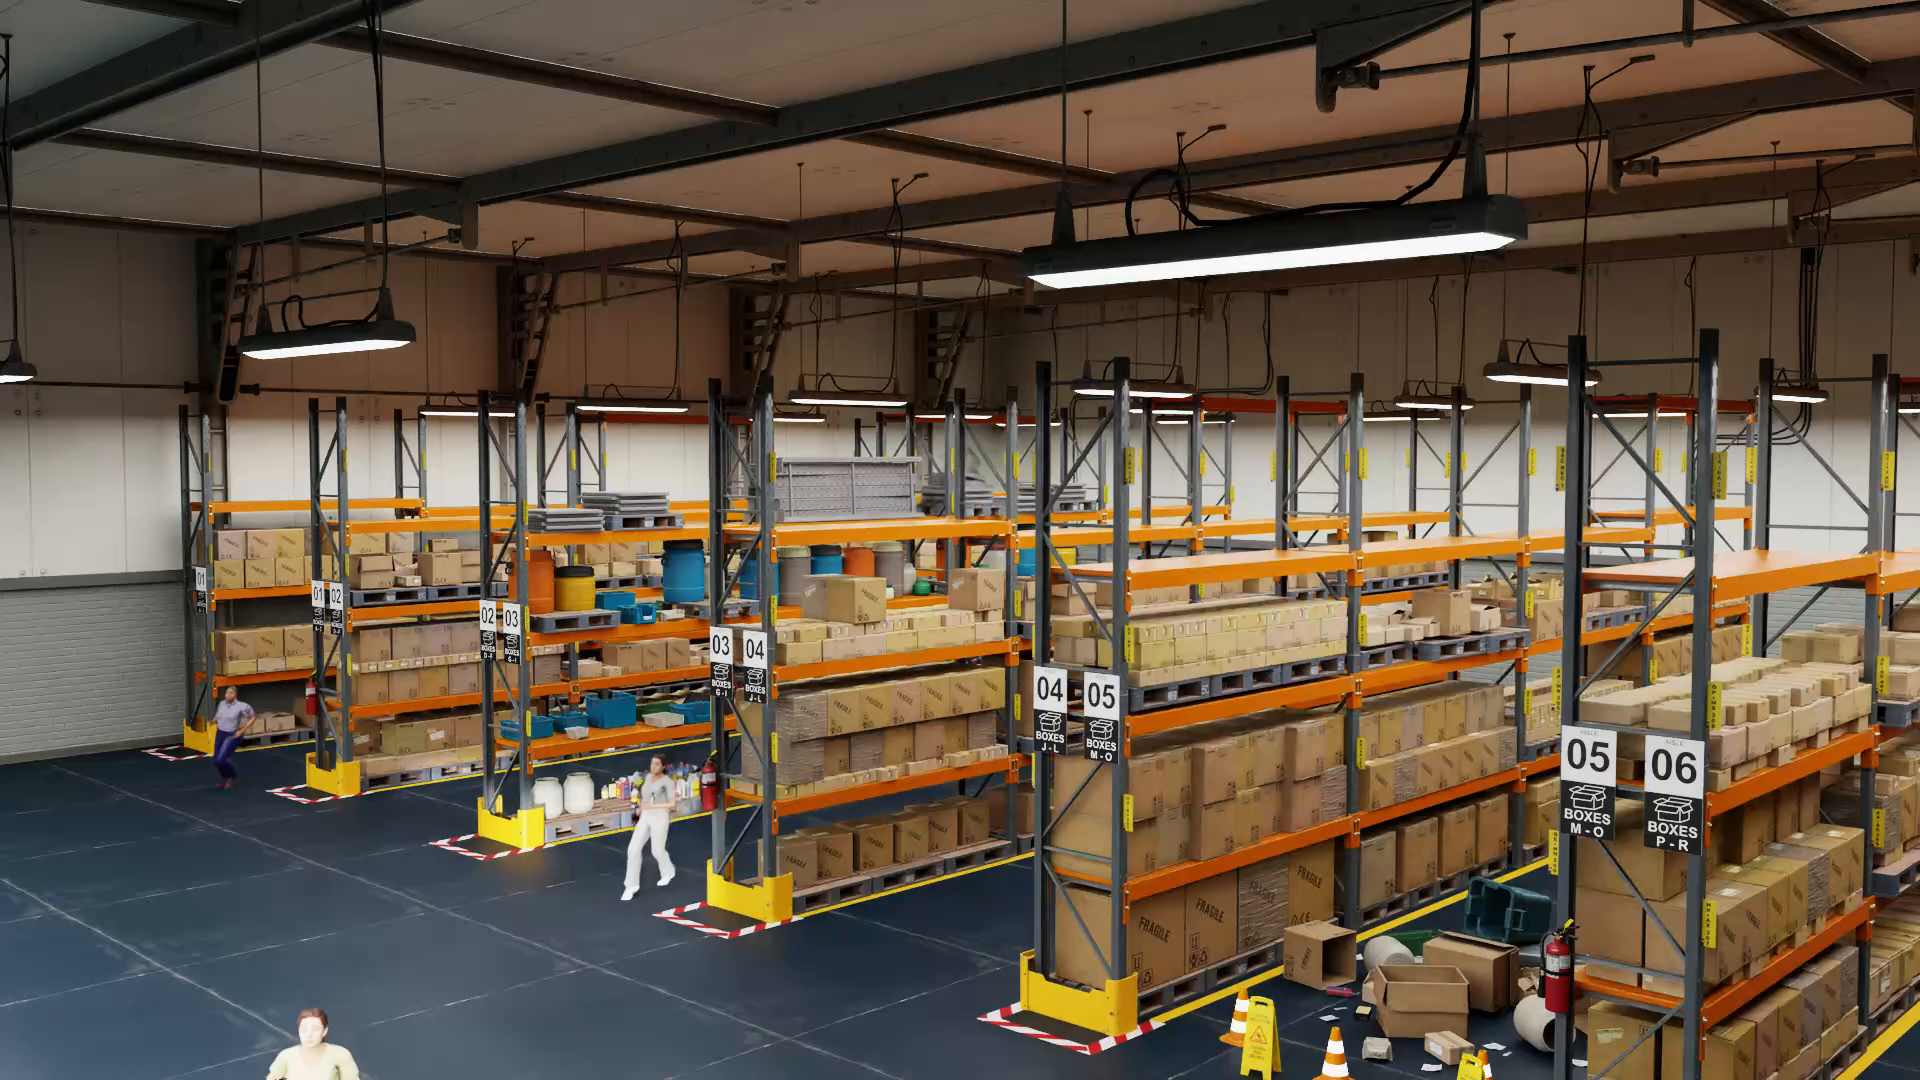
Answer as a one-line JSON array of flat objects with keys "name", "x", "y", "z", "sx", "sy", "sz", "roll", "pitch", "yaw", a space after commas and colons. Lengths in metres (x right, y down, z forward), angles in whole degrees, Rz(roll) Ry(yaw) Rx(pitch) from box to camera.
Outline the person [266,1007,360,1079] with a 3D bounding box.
[{"name": "person", "x": -4.098, "y": 3.782, "z": 10.555, "sx": 0.587, "sy": 1.638, "sz": 0.550, "roll": -1, "pitch": 3, "yaw": -18}]

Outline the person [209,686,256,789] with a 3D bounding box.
[{"name": "person", "x": -11.195, "y": 3.038, "z": 25.467, "sx": 0.613, "sy": 1.592, "sz": 0.579, "roll": 1, "pitch": 3, "yaw": 19}]

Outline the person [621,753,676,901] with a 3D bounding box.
[{"name": "person", "x": -3.540, "y": 3.319, "z": 19.425, "sx": 0.569, "sy": 1.696, "sz": 0.846, "roll": 1, "pitch": 3, "yaw": 26}]
